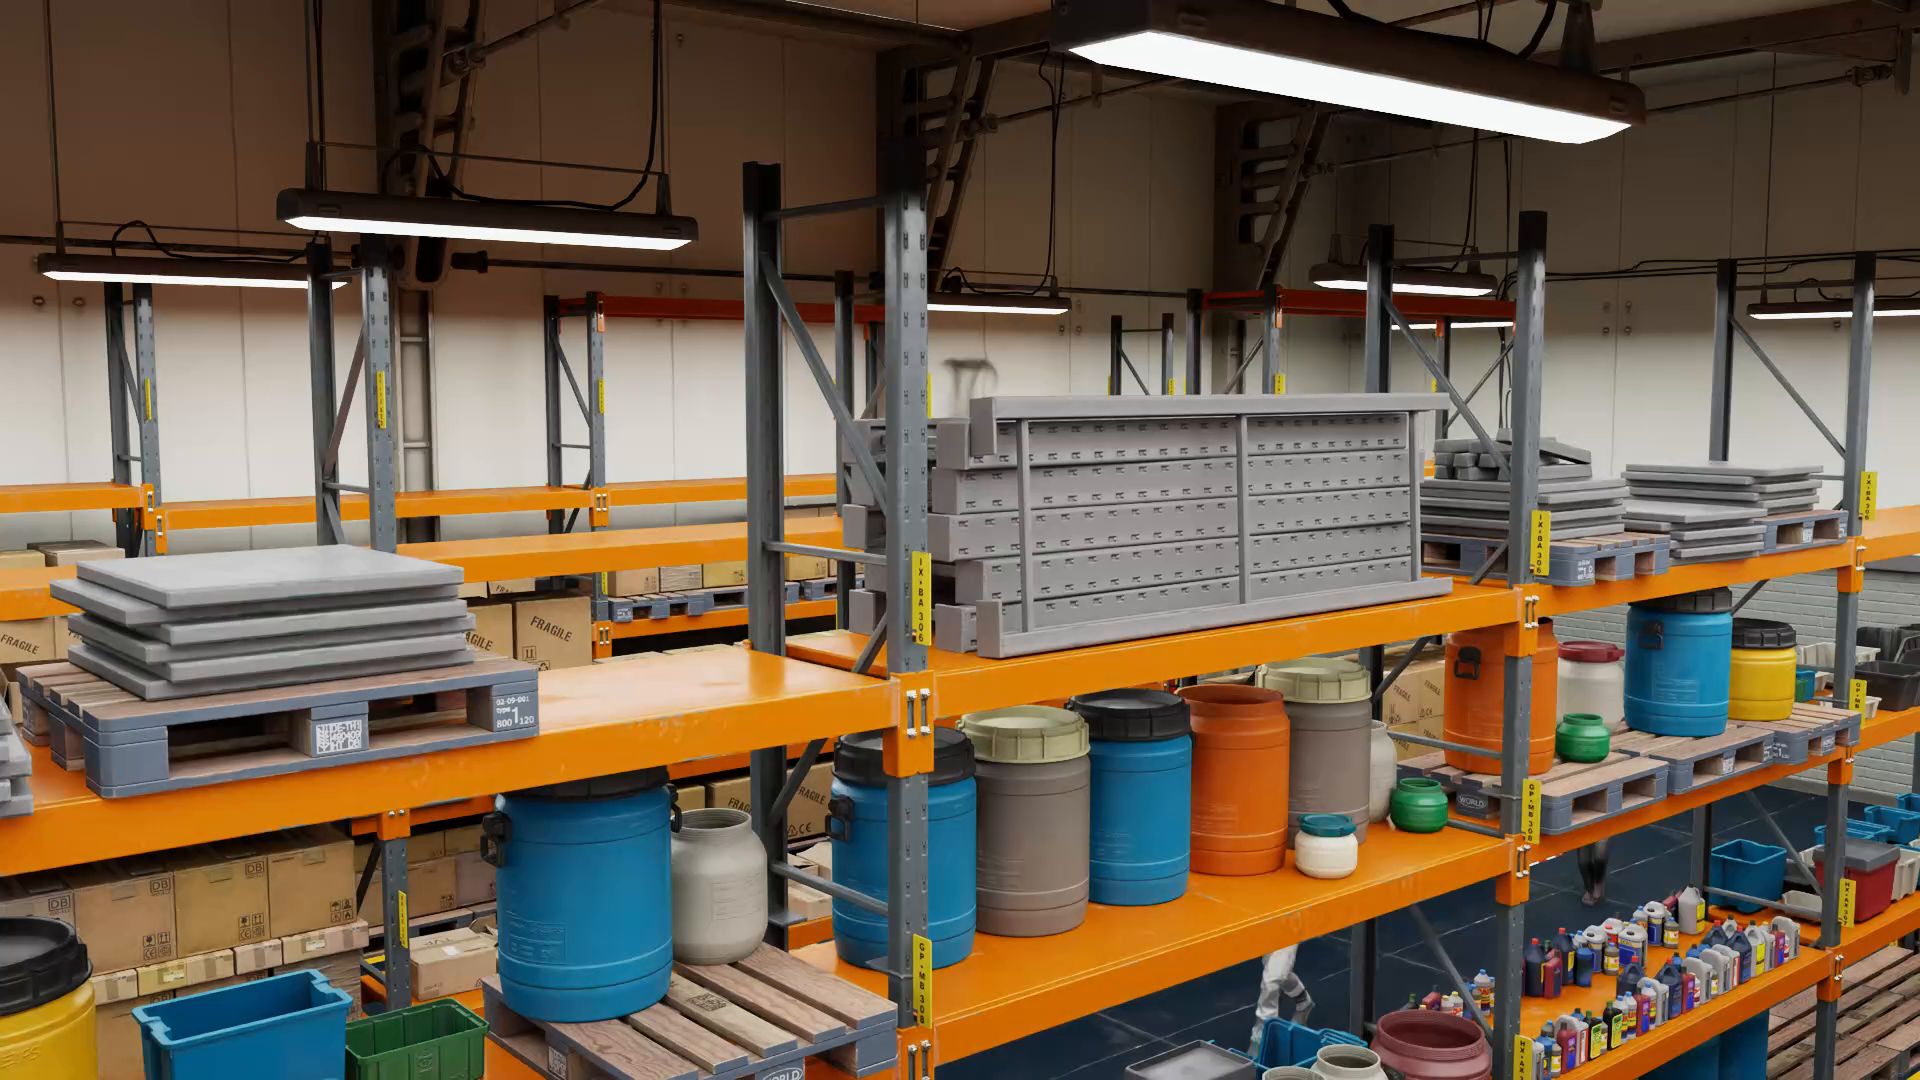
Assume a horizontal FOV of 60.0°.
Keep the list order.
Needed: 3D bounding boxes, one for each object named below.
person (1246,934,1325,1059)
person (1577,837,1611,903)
[{"bbox_3d":[2.474,3.050,12.790,0.692,1.812,0.989,5,7,41],"label":"person"},{"bbox_3d":[6.226,2.797,16.357,0.598,1.611,0.552,3,6,27],"label":"person"}]
